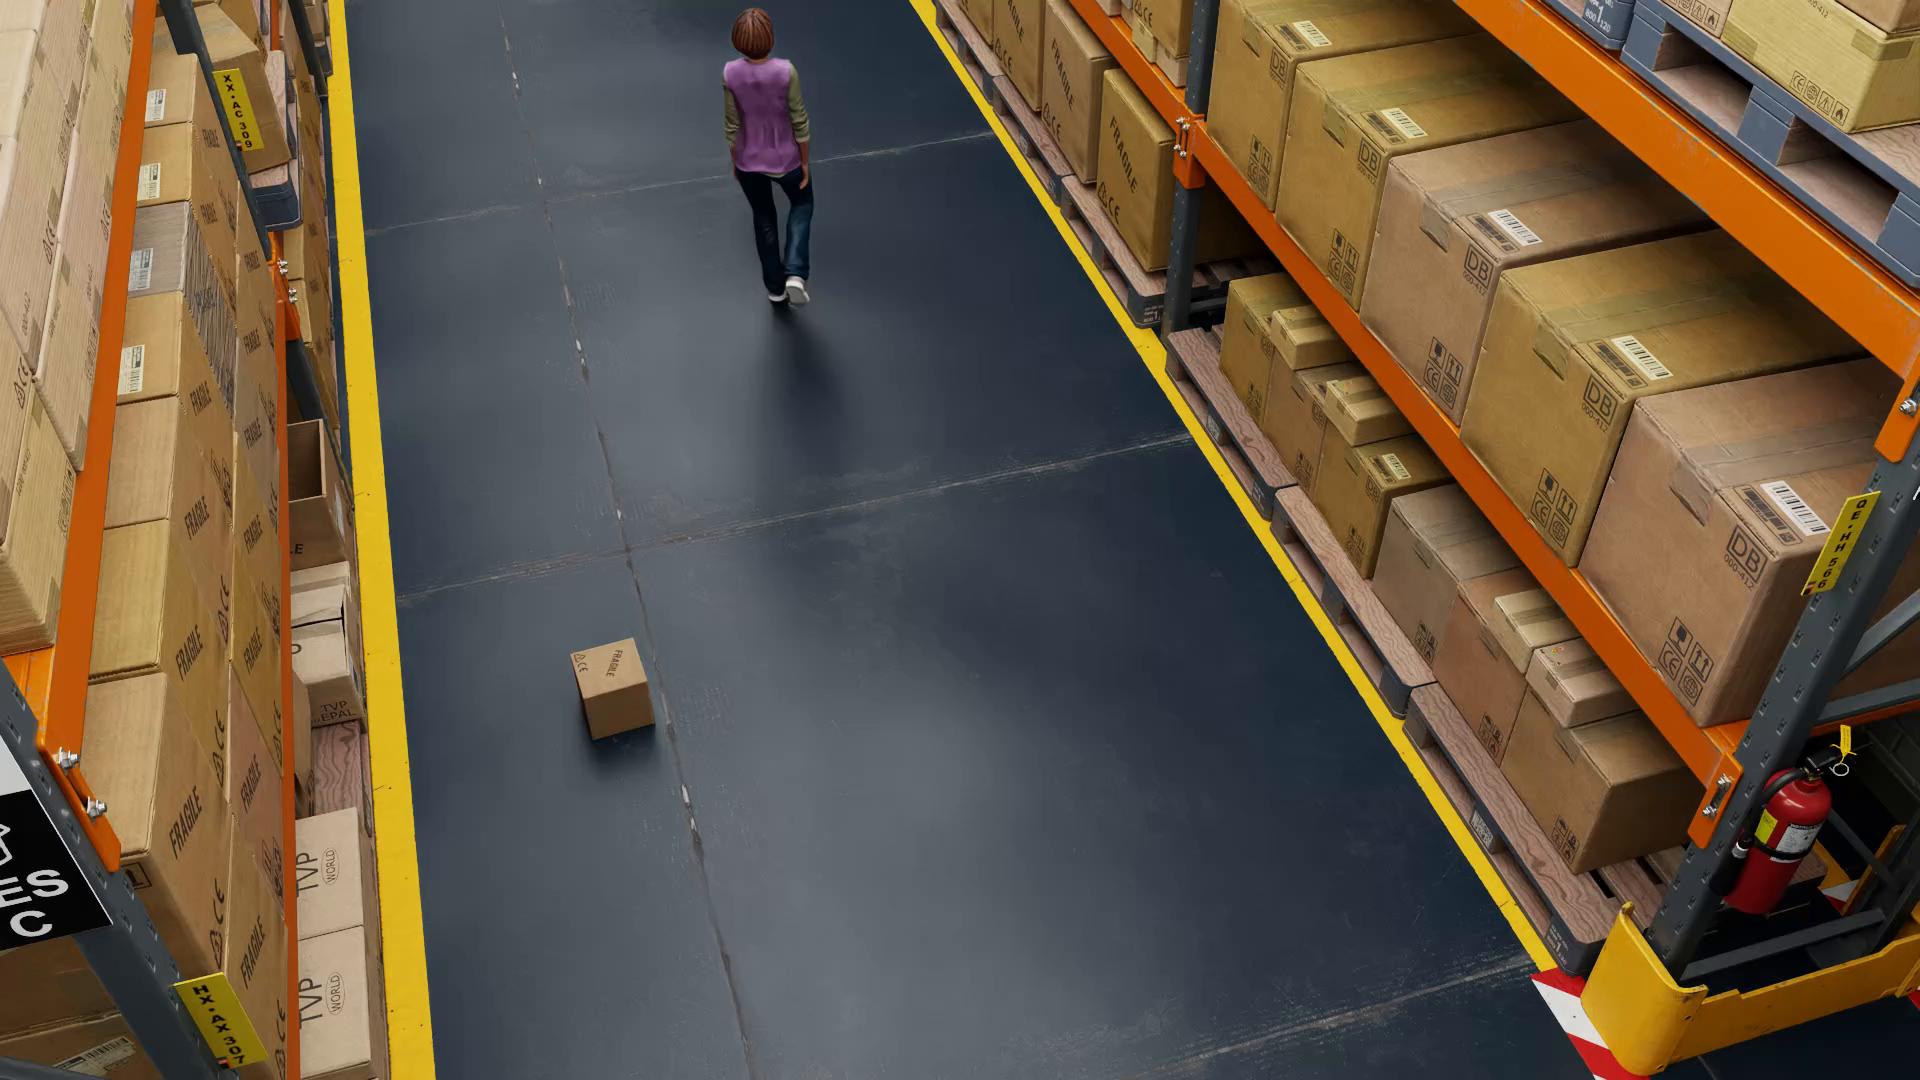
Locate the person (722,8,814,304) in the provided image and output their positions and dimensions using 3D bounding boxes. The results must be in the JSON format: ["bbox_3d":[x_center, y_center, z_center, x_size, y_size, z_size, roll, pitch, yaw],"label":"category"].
[{"bbox_3d":[-0.926,-1.828,8.107,0.414,1.588,0.473,0,43,0],"label":"person"}]
